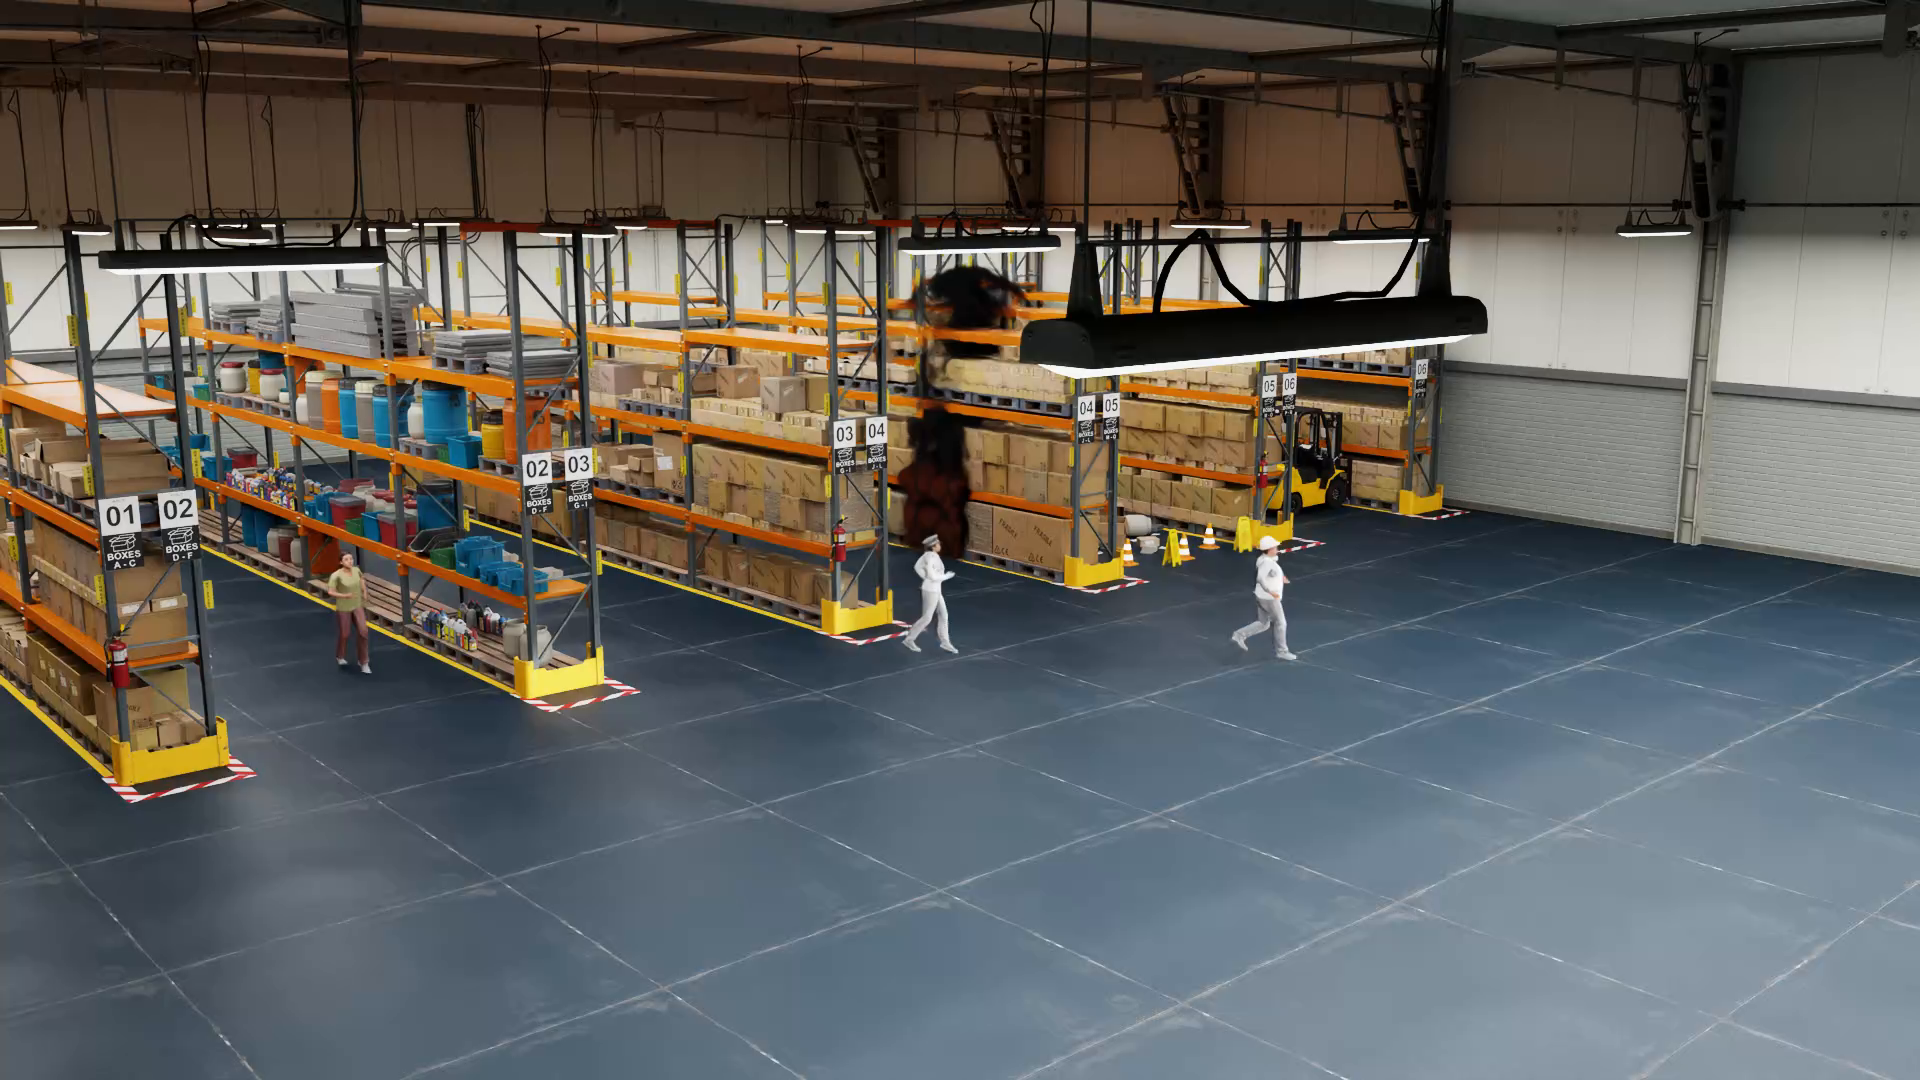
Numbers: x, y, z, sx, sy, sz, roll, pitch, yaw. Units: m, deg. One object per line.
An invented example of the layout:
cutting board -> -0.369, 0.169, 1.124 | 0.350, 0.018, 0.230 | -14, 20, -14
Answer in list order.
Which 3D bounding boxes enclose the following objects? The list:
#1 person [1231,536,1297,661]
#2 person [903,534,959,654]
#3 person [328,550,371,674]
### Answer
person -> 4.303, 0.819, 23.355 | 0.940, 1.779, 0.663 | -1, 11, -5
person -> -0.425, 0.773, 23.763 | 0.806, 1.733, 0.612 | 0, 11, -2
person -> -8.383, 0.988, 22.820 | 0.594, 1.743, 0.729 | -11, 16, -43
